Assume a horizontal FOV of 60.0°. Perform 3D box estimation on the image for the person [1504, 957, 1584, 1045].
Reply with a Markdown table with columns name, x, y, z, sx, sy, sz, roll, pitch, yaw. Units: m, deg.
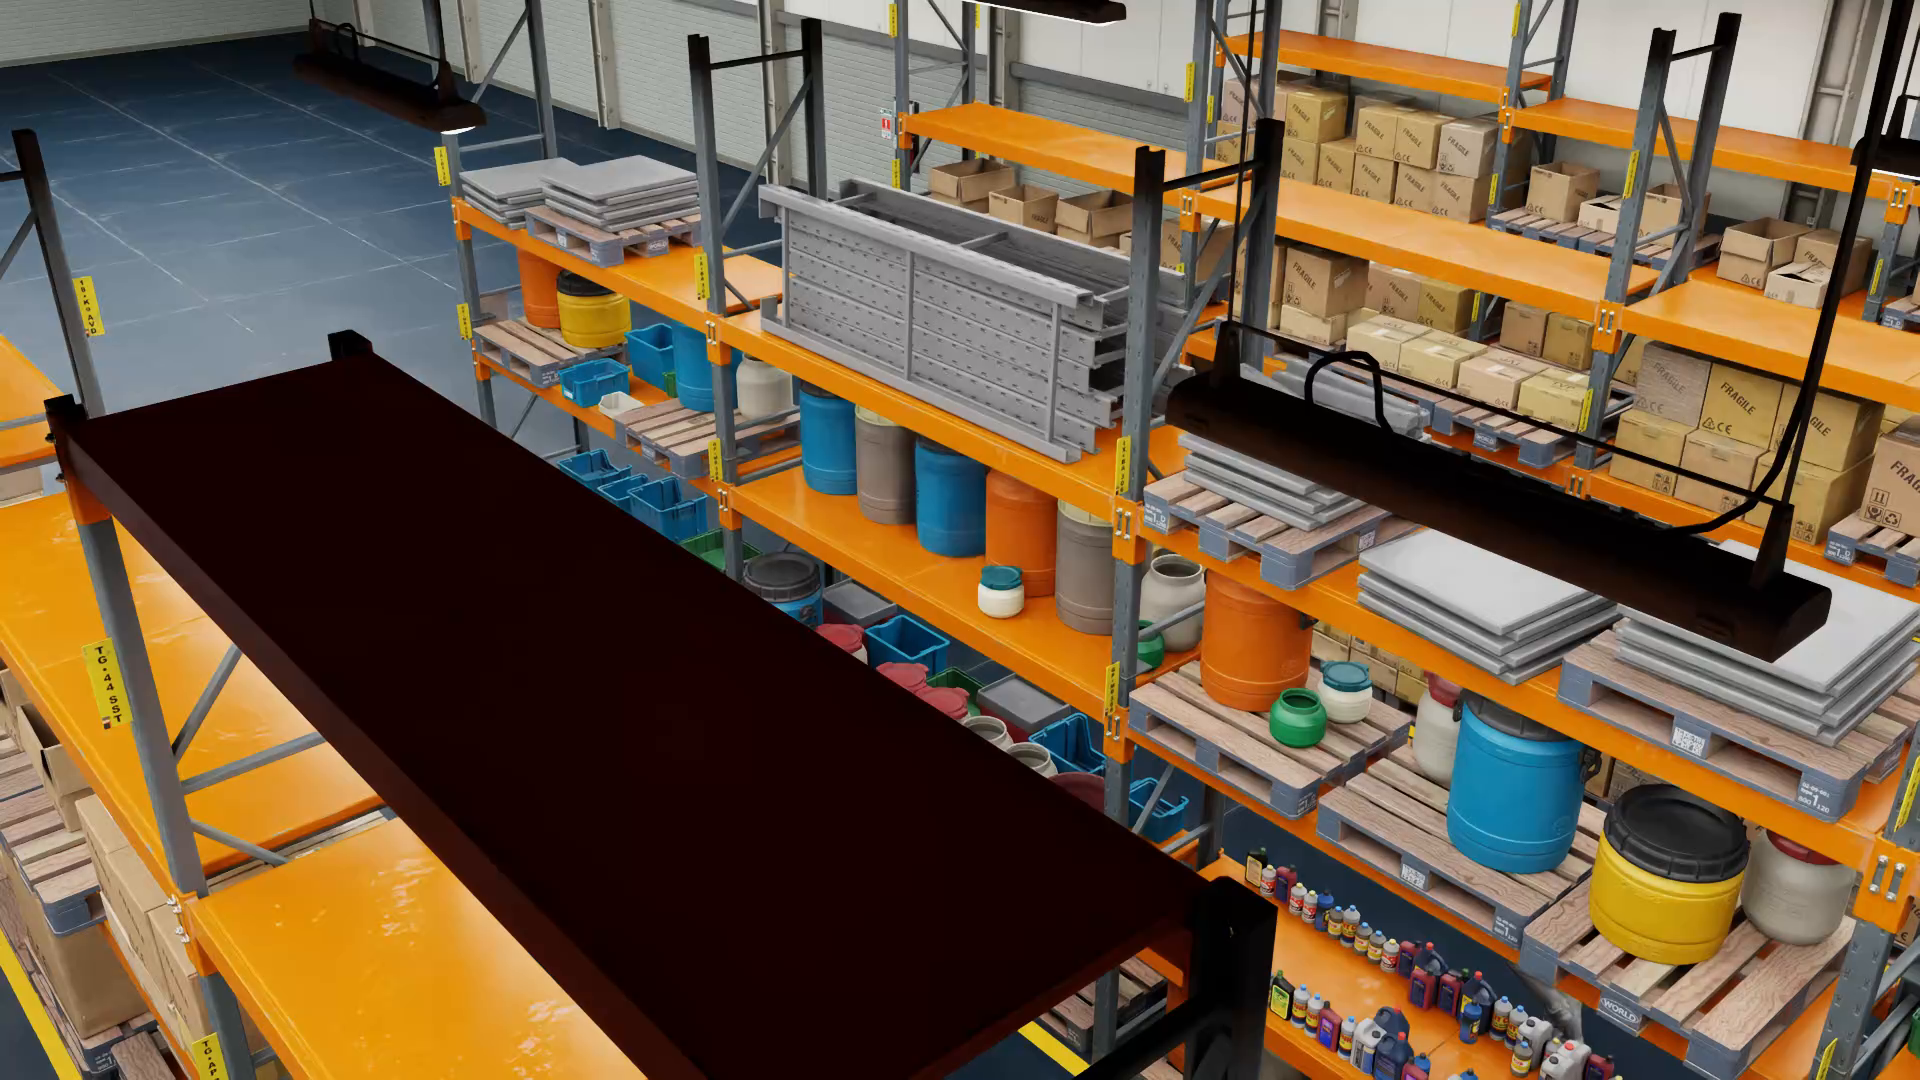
| name | x | y | z | sx | sy | sz | roll | pitch | yaw |
| --- | --- | --- | --- | --- | --- | --- | --- | --- | --- |
| person | 3.882 | 2.530 | 10.758 | 0.706 | 1.671 | 0.695 | -14 | 30 | -26 |
